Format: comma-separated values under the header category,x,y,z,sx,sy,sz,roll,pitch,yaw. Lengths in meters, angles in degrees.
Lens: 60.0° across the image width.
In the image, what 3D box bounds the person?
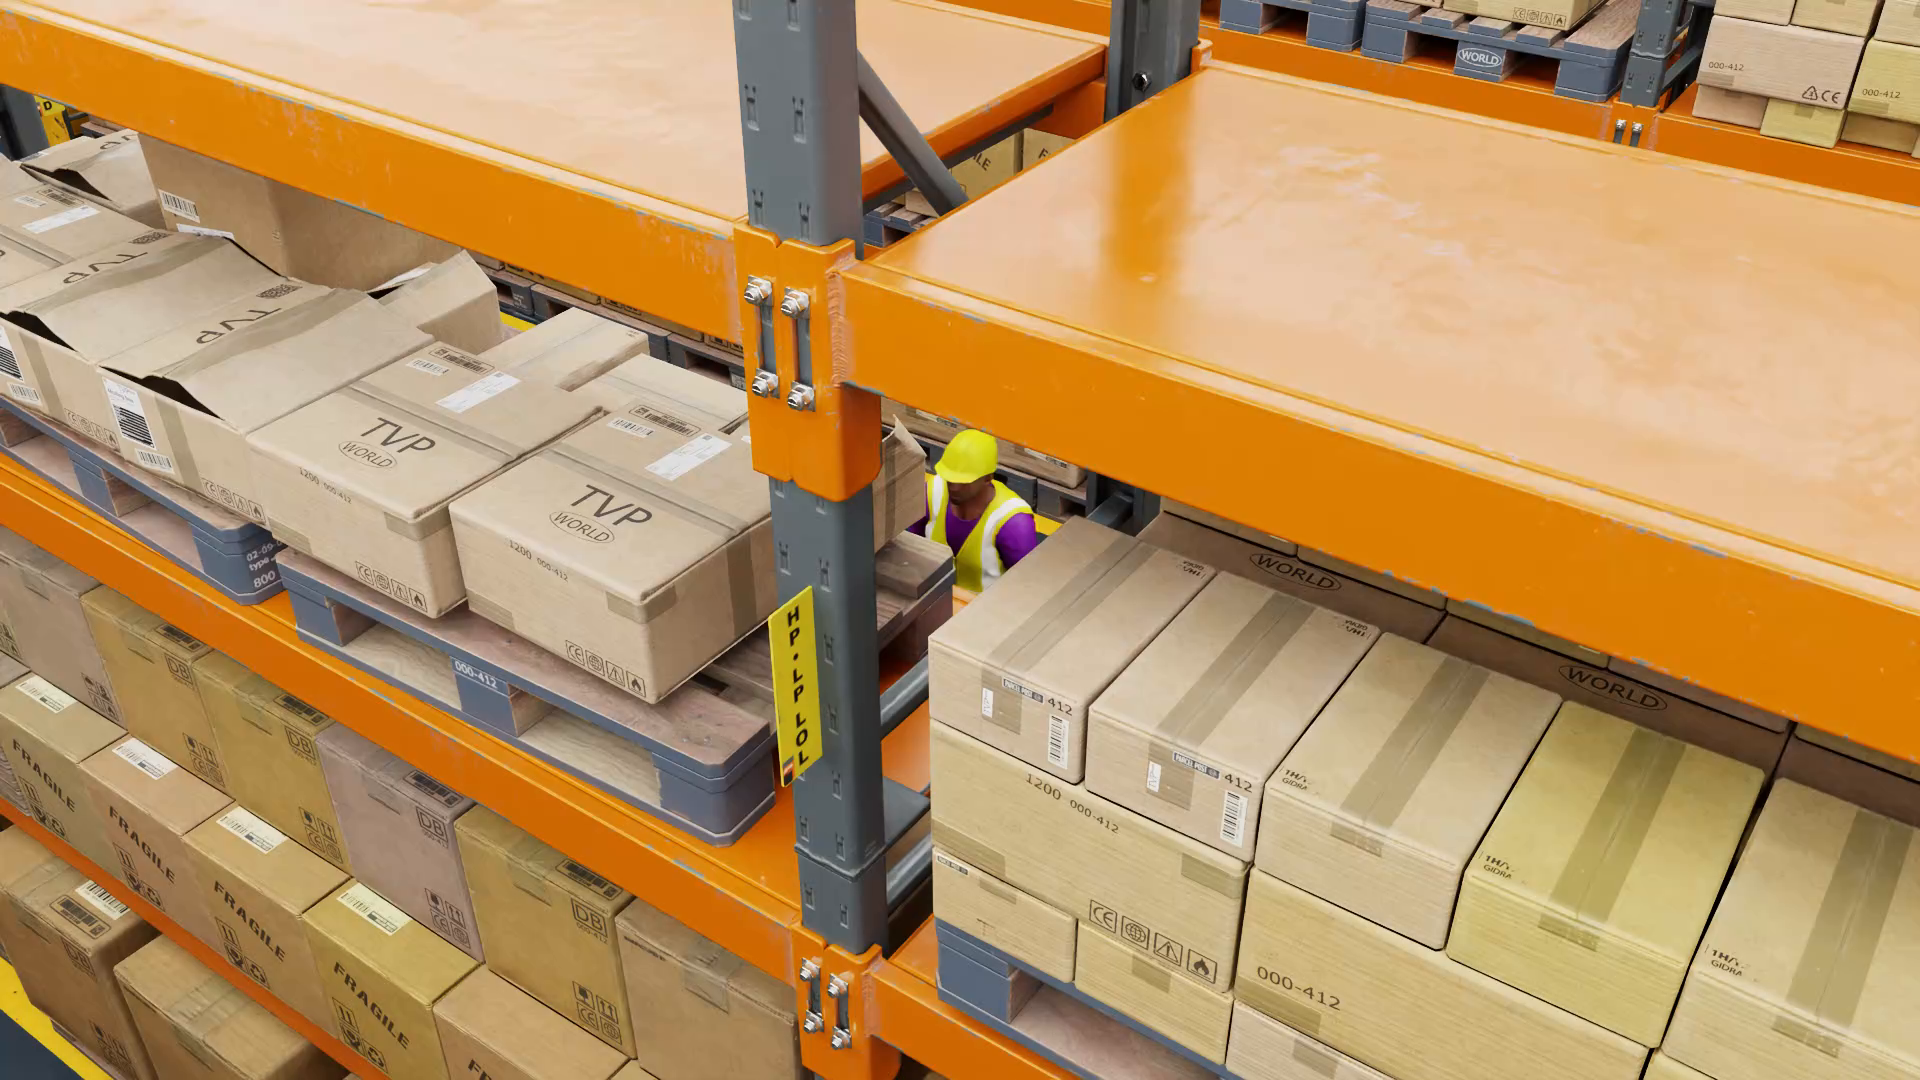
category,x,y,z,sx,sy,sz,roll,pitch,yaw
person,-0.008,0.340,6.800,0.632,1.764,0.550,21,40,28
